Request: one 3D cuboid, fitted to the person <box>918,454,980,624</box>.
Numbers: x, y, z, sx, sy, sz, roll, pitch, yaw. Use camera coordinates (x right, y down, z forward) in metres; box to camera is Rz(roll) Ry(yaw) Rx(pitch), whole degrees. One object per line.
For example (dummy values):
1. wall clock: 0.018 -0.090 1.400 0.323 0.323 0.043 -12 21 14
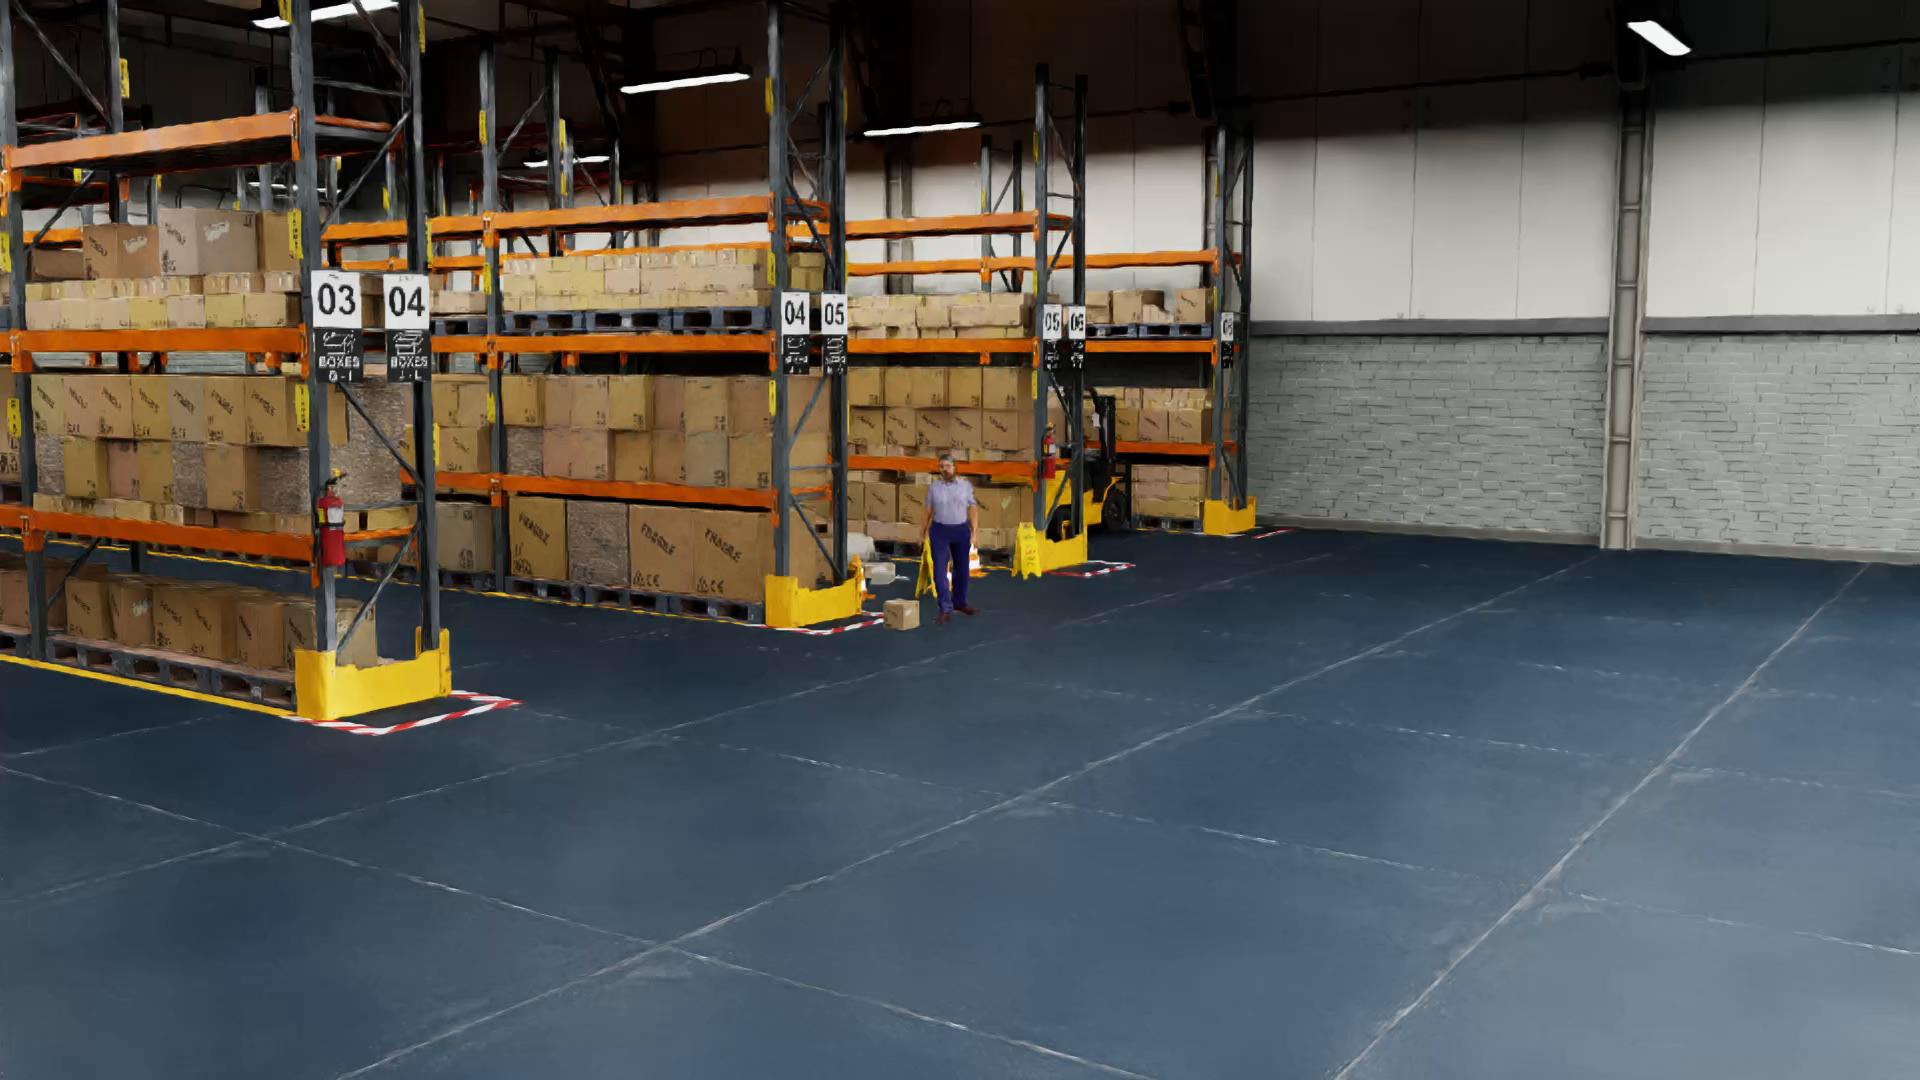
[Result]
1. person: -0.105 -0.031 16.376 0.624 1.636 0.662 0 6 -2
